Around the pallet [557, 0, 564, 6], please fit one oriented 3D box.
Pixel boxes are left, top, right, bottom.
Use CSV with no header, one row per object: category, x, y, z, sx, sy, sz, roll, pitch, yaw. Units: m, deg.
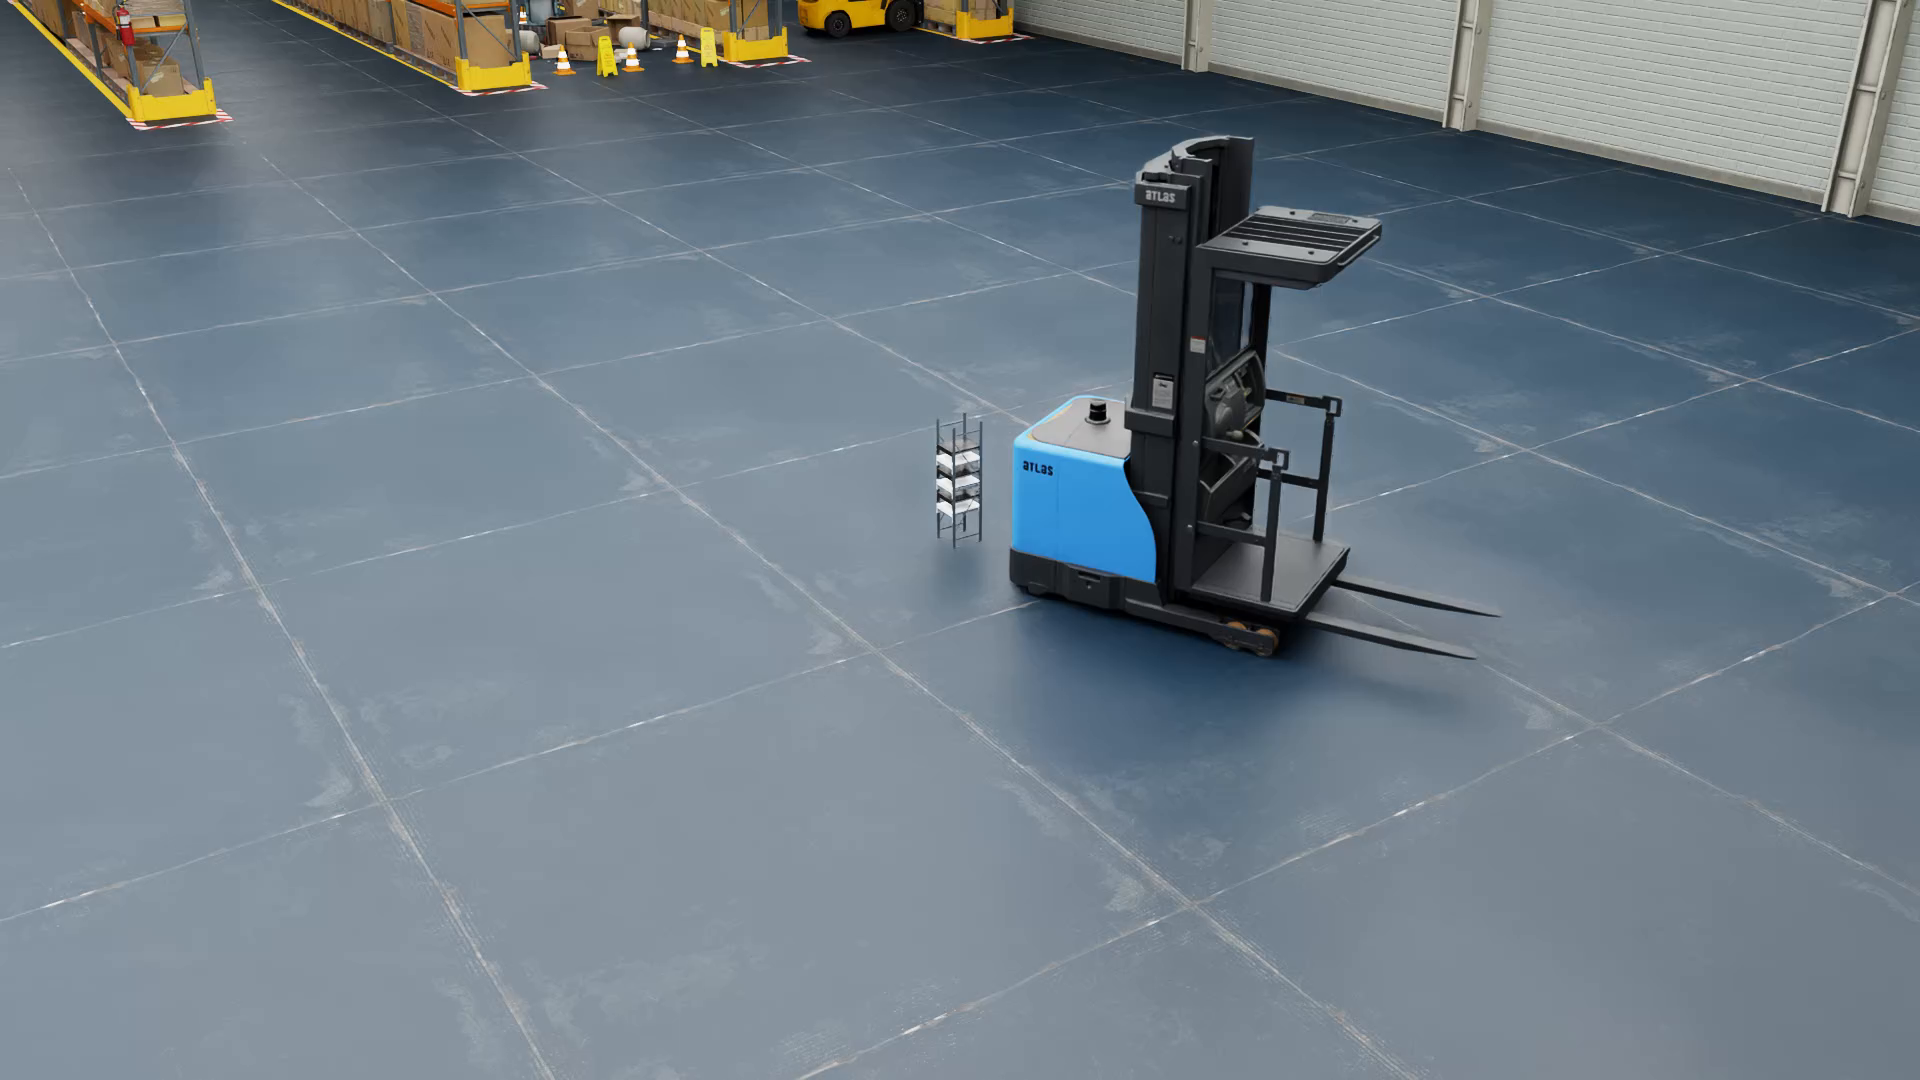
pallet,-8.414,-12.039,36.967,1.003,0.211,1.213,-16,29,-30

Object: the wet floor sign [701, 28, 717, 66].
wet floor sign,-4.472,-8.757,29.506,0.267,0.644,0.232,-6,26,-12

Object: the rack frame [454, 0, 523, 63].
rack frame,-7.772,-8.949,27.155,1.000,3.000,0.127,-16,29,-30

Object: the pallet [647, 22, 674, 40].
pallet,-5.467,-10.076,32.810,1.003,0.211,1.213,-16,29,-30

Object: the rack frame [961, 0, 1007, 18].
rack frame,0.477,-11.297,32.129,1.000,3.000,0.127,-16,29,-30

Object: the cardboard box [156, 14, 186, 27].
cardboard box,-11.938,-7.873,25.171,0.380,0.149,0.250,-16,29,-30

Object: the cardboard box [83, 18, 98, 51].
cardboard box,-15.338,-9.128,29.947,0.700,0.500,0.500,-13,28,-25

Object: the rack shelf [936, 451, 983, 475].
rack shelf,-0.004,-0.542,11.464,0.258,0.077,0.200,-16,29,-30

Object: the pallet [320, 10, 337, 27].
pallet,-12.564,-10.829,34.405,1.003,0.211,1.213,-16,29,-30

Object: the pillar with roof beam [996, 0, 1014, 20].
pillar with roof beam,-2.754,-13.466,29.695,9.100,9.000,0.400,-16,29,-30

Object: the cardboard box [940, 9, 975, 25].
cardboard box,-0.044,-10.338,32.826,0.500,0.250,0.500,-15,29,-29

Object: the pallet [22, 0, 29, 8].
pallet,-20.215,-12.023,36.934,1.003,0.211,1.213,-16,29,-30

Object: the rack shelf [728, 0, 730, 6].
rack shelf,-4.771,-10.529,31.344,1.077,0.370,4.000,-16,29,-30

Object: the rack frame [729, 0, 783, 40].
rack frame,-3.679,-10.139,29.676,1.000,3.000,0.127,-16,29,-30

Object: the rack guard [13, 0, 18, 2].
rack guard,-20.730,-12.430,37.458,1.175,0.500,0.348,-16,29,-30

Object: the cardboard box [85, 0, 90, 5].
cardboard box,-14.175,-8.907,27.361,0.380,0.149,0.250,-16,29,-30

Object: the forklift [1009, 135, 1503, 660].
forklift,1.864,-0.870,10.123,3.031,2.935,1.130,13,28,26

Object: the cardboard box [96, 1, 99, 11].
cardboard box,-13.598,-8.558,26.621,0.380,0.149,0.250,-16,29,-30

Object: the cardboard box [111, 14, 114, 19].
cardboard box,-13.007,-8.213,25.890,0.380,0.149,0.250,-16,29,-30

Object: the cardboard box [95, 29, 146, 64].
cardboard box,-14.483,-8.553,28.730,0.700,0.500,0.500,-18,31,-33

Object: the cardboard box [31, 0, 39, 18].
cardboard box,-18.167,-11.126,33.764,1.225,0.875,0.875,-15,29,-29

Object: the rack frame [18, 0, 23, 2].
rack frame,-20.717,-13.552,36.906,1.000,3.000,0.127,-16,29,-30

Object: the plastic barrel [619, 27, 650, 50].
plastic barrel,-6.075,-9.360,31.043,0.512,0.421,0.421,3,25,6

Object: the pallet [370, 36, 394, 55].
pallet,-10.440,-9.377,31.329,1.003,0.211,1.213,-16,29,-30

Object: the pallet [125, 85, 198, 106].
pallet,-12.438,-6.894,26.069,1.003,0.211,1.213,-16,29,-30

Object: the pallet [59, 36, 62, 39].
pallet,-17.379,-10.165,32.998,1.003,0.211,1.213,-16,29,-30

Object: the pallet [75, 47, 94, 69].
pallet,-15.262,-8.714,29.924,1.003,0.211,1.213,-16,29,-30

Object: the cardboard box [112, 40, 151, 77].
cardboard box,-13.662,-7.964,27.505,0.500,0.500,0.500,-6,26,-13

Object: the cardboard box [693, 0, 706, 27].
cardboard box,-4.623,-9.836,30.885,0.500,0.500,0.500,-14,29,-28

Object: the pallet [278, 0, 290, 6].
pallet,-14.719,-12.212,37.334,1.003,0.211,1.213,-16,29,-30

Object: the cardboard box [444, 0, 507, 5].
cardboard box,-8.012,-9.139,27.382,0.875,0.550,0.550,-16,29,-30

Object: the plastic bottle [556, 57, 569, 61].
plastic bottle,-7.213,-8.710,30.091,0.283,0.061,0.133,18,31,33

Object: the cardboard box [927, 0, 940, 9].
cardboard box,-0.315,-10.752,33.119,0.500,0.250,0.500,-16,30,-30

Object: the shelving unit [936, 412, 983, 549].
shelving unit,-0.004,-0.410,11.526,0.258,0.900,0.210,-16,29,-30

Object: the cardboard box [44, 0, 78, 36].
cardboard box,-16.709,-10.171,31.742,1.225,0.875,0.875,-17,30,-32

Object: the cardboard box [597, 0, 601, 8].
cardboard box,-7.337,-11.535,35.220,0.950,0.372,0.625,-16,30,-31

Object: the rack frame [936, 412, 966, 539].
rack frame,-0.060,-0.446,11.604,0.240,0.900,0.006,-16,29,-30

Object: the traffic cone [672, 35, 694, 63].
traffic cone,-4.995,-8.845,29.906,0.336,0.463,0.334,-16,29,-30

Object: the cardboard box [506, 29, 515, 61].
cardboard box,-8.248,-8.934,30.050,0.500,0.500,0.500,-10,27,-21

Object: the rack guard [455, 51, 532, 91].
rack guard,-7.758,-7.810,27.671,1.175,0.500,0.348,-16,29,-30

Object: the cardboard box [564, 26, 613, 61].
cardboard box,-6.759,-9.048,30.290,0.637,0.503,0.797,7,26,15

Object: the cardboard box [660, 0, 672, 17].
cardboard box,-5.465,-10.392,32.063,0.500,0.500,0.500,-14,29,-28

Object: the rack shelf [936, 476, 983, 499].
rack shelf,-0.004,-0.380,11.541,0.258,0.077,0.200,-16,29,-30

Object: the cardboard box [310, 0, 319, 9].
cardboard box,-13.300,-11.416,34.818,0.500,0.500,0.500,-17,30,-32

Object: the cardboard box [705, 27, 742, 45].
cardboard box,-4.359,-9.320,30.671,0.500,0.250,0.500,-16,29,-30

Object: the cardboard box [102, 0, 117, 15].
cardboard box,-12.633,-8.363,25.448,0.875,0.500,0.500,-16,29,-30

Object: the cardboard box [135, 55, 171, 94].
cardboard box,-12.664,-7.322,26.145,0.500,0.500,0.500,-8,26,-16

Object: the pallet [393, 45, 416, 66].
pallet,-9.606,-8.828,30.167,1.003,0.211,1.213,-16,29,-30

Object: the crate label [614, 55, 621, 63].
crate label,-6.221,-8.584,29.735,0.298,0.136,0.250,12,28,24

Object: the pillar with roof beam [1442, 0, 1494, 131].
pillar with roof beam,3.796,-9.173,20.603,9.100,9.000,0.400,-16,29,-30

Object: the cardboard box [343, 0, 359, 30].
cardboard box,-11.402,-10.432,32.441,1.050,0.750,0.750,-15,29,-29

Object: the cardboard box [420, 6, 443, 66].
cardboard box,-8.679,-8.719,28.666,0.875,0.875,0.875,-16,30,-30

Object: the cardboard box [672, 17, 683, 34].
cardboard box,-5.174,-9.864,31.824,0.500,0.250,0.500,-16,30,-30

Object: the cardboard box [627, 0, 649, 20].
cardboard box,-6.151,-10.758,33.574,0.950,0.372,0.625,-15,29,-29
